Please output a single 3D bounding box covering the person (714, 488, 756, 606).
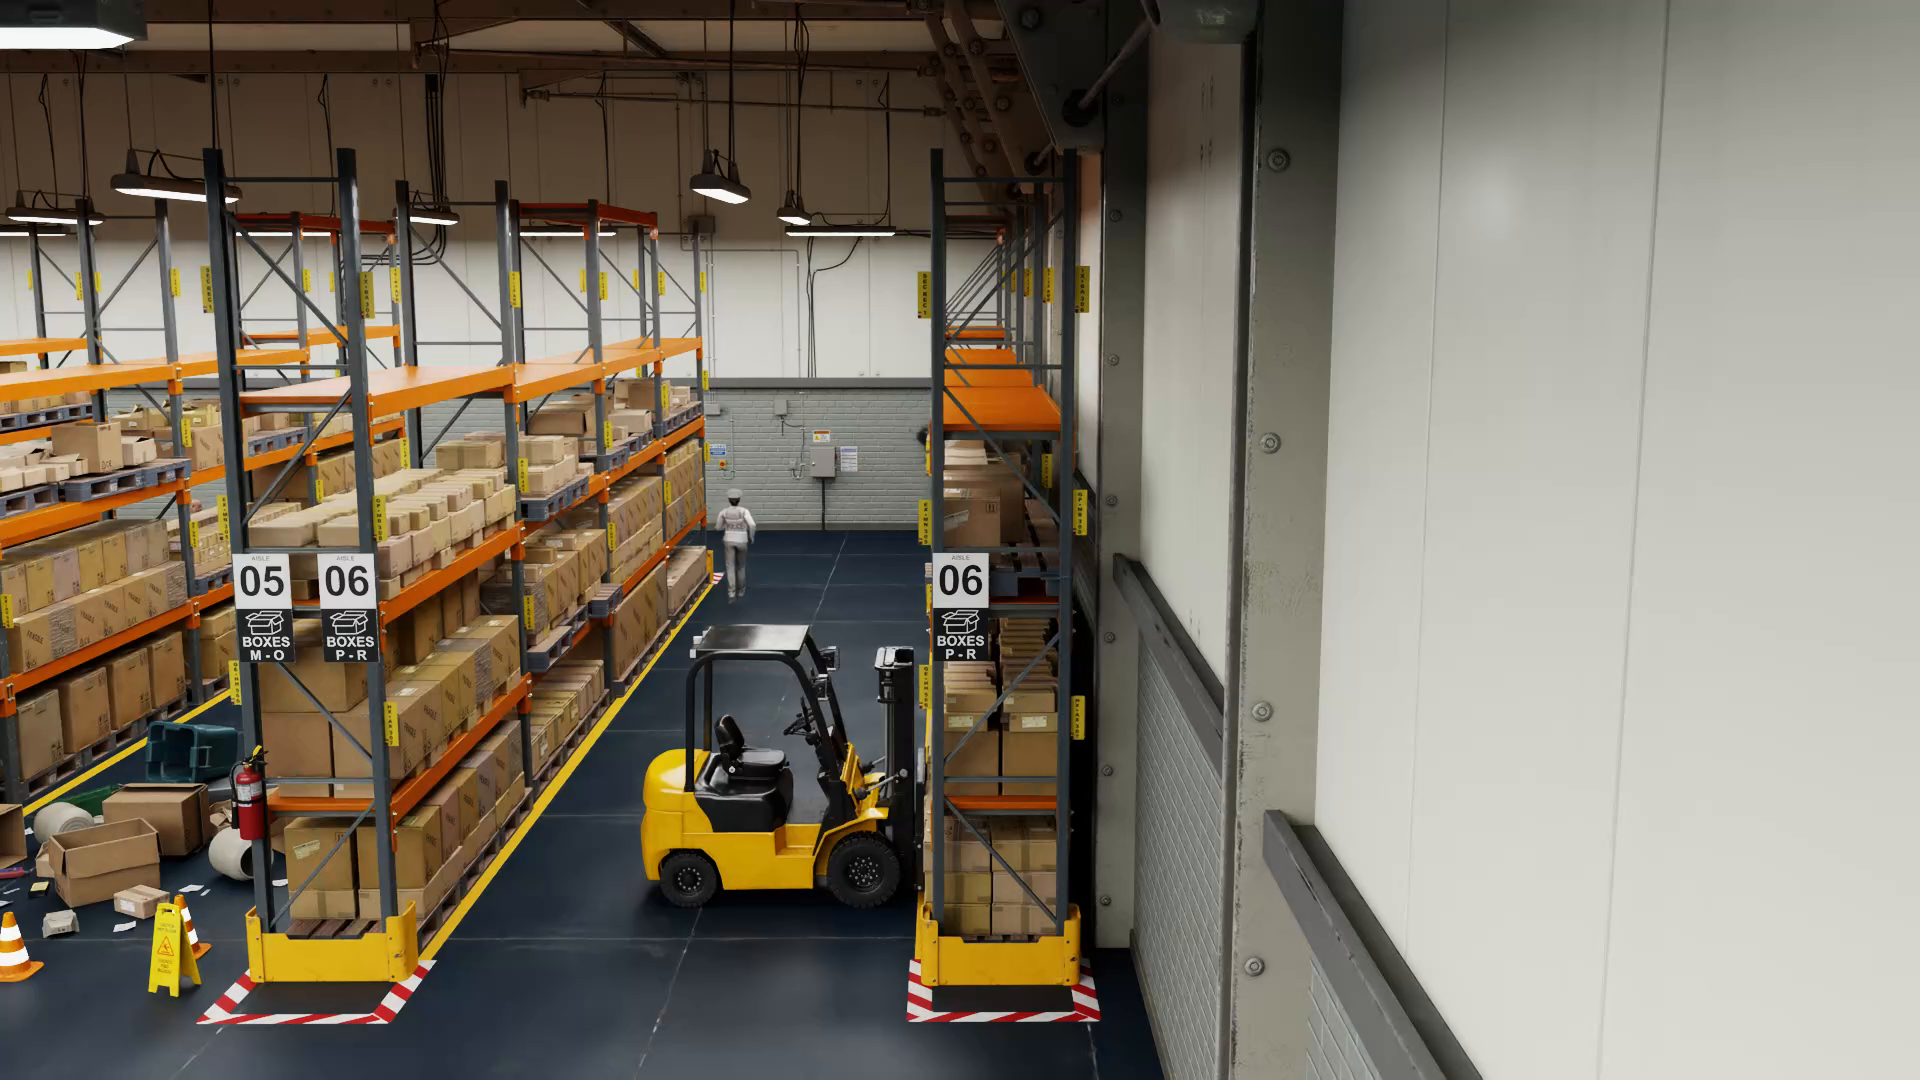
[{"bbox_3d":[-3.334,0.090,24.701,0.611,1.731,0.876,-1,9,-7],"label":"person"}]

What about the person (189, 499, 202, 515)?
[{"bbox_3d":[-11.501,0.266,25.234,0.718,1.797,1.047,1,9,3],"label":"person"}]
